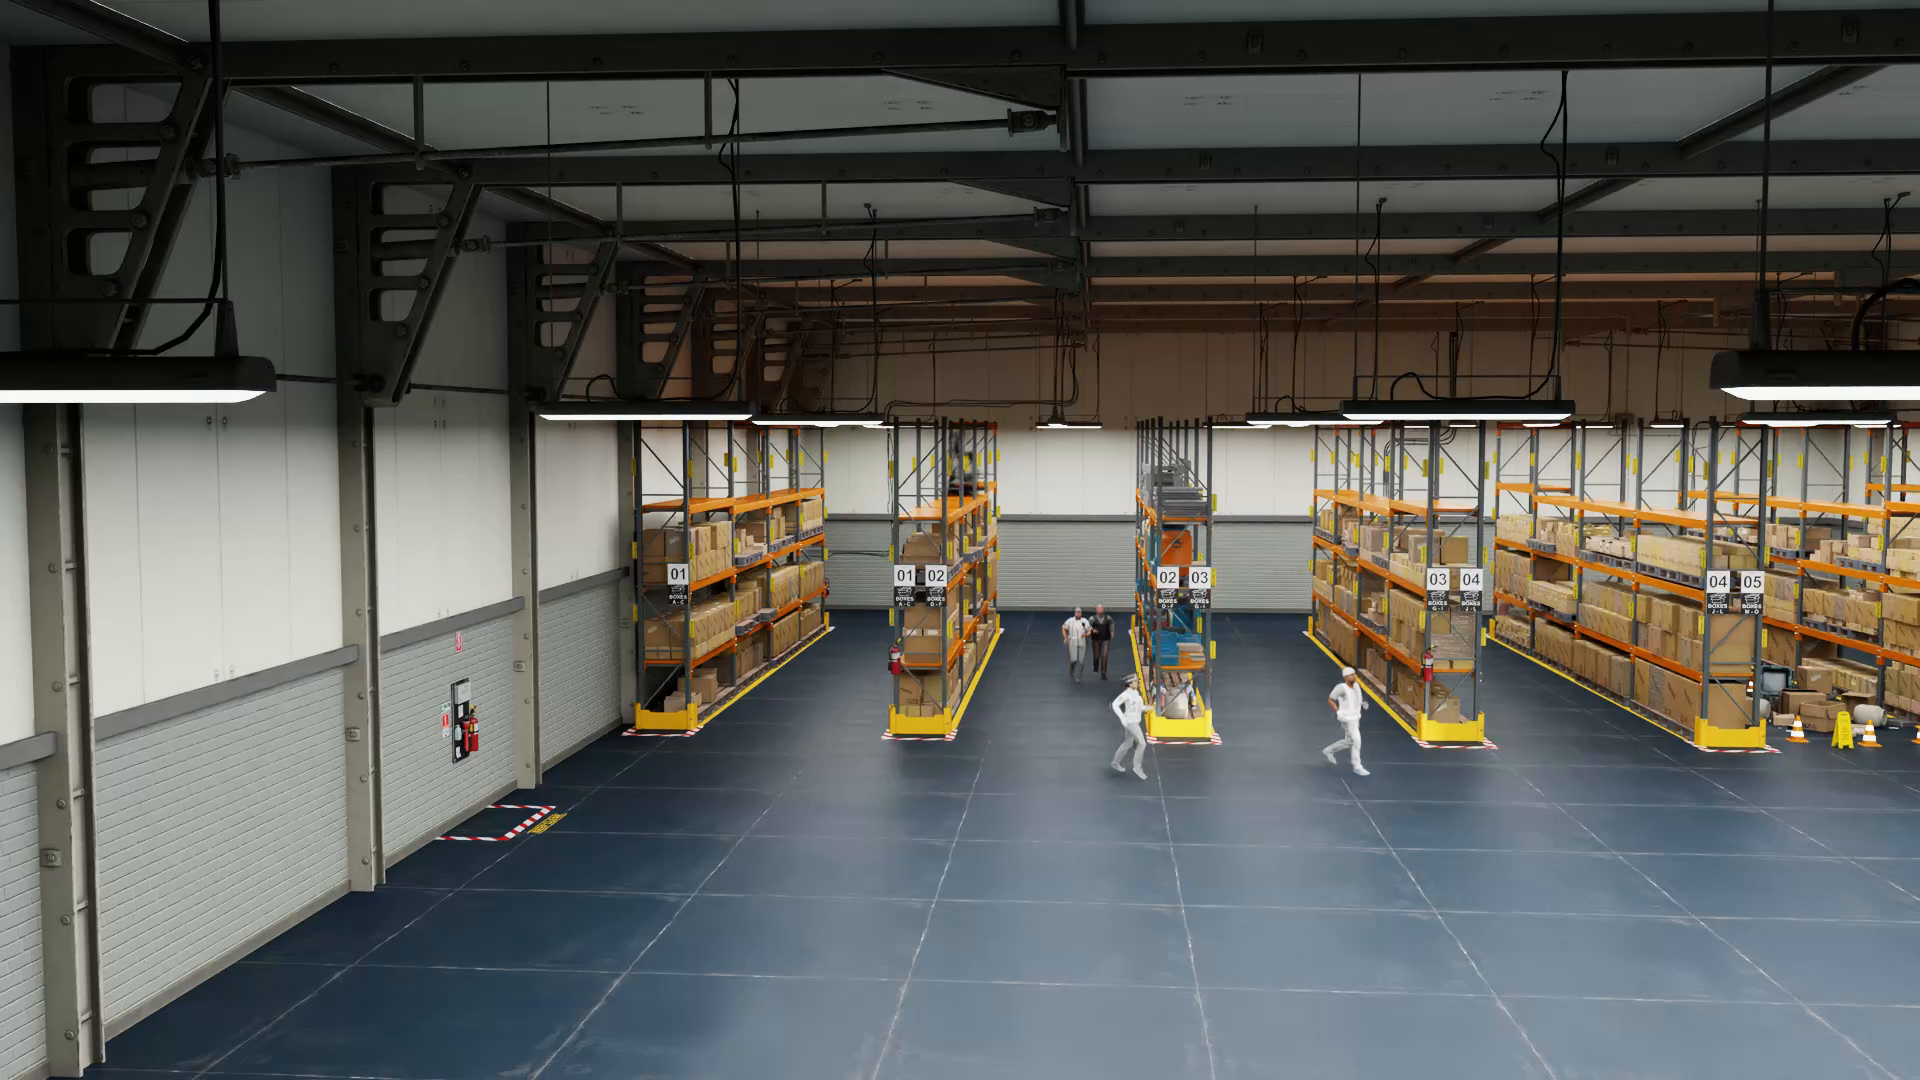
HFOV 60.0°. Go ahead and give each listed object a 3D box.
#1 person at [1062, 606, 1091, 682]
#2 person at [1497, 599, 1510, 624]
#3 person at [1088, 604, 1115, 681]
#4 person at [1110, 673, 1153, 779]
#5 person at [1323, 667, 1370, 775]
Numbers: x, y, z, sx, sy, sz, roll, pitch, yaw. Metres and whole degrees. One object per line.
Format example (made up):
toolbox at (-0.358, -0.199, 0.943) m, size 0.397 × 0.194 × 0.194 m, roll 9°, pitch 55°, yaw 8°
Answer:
person at (2.669, 2.370, 37.830) m, size 0.643 × 1.754 × 0.659 m, roll 0°, pitch 4°, yaw -4°
person at (15.506, 1.819, 47.144) m, size 0.760 × 1.640 × 0.612 m, roll 0°, pitch 4°, yaw 2°
person at (3.264, 2.345, 38.519) m, size 0.671 × 1.700 × 1.012 m, roll 0°, pitch 4°, yaw 1°
person at (2.841, 3.078, 27.598) m, size 0.752 × 1.755 × 0.577 m, roll 1°, pitch 4°, yaw 22°
person at (6.518, 3.012, 27.952) m, size 0.874 × 1.785 × 0.670 m, roll 3°, pitch 5°, yaw 42°
